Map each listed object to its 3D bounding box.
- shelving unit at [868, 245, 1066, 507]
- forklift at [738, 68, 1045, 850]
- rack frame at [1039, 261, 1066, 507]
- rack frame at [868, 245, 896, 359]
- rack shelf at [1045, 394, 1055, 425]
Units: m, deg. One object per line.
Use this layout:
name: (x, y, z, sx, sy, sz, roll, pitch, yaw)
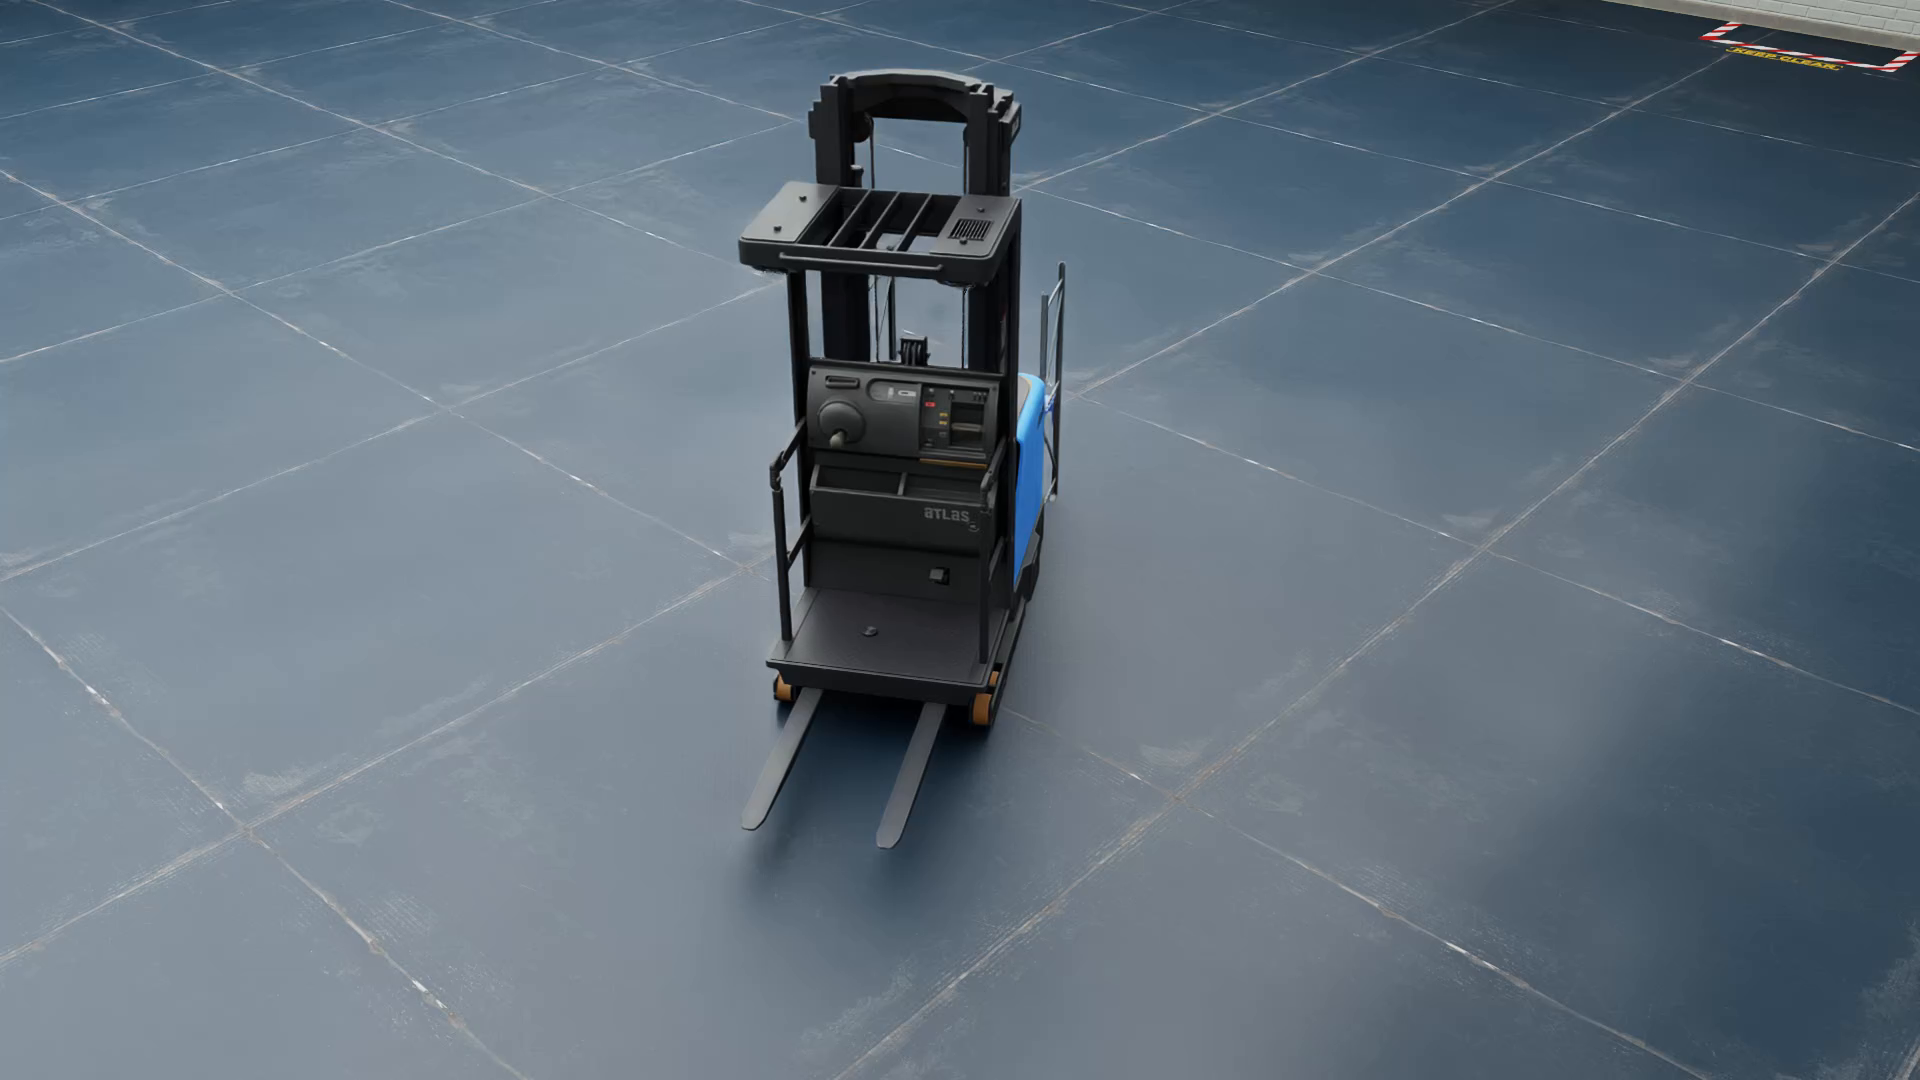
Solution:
shelving unit: (0.028, -0.875, 9.693, 1.048, 1.500, 0.538, 8, 32, 13)
forklift: (-0.316, -0.549, 7.765, 1.130, 2.935, 3.031, 6, 32, 10)
rack frame: (0.519, -0.807, 9.581, 0.032, 1.500, 0.500, 8, 32, 13)
rack frame: (-0.463, -0.942, 9.806, 0.032, 1.500, 0.500, 8, 32, 13)
rack shelf: (0.028, -0.721, 9.786, 1.000, 0.185, 0.538, 8, 32, 13)
